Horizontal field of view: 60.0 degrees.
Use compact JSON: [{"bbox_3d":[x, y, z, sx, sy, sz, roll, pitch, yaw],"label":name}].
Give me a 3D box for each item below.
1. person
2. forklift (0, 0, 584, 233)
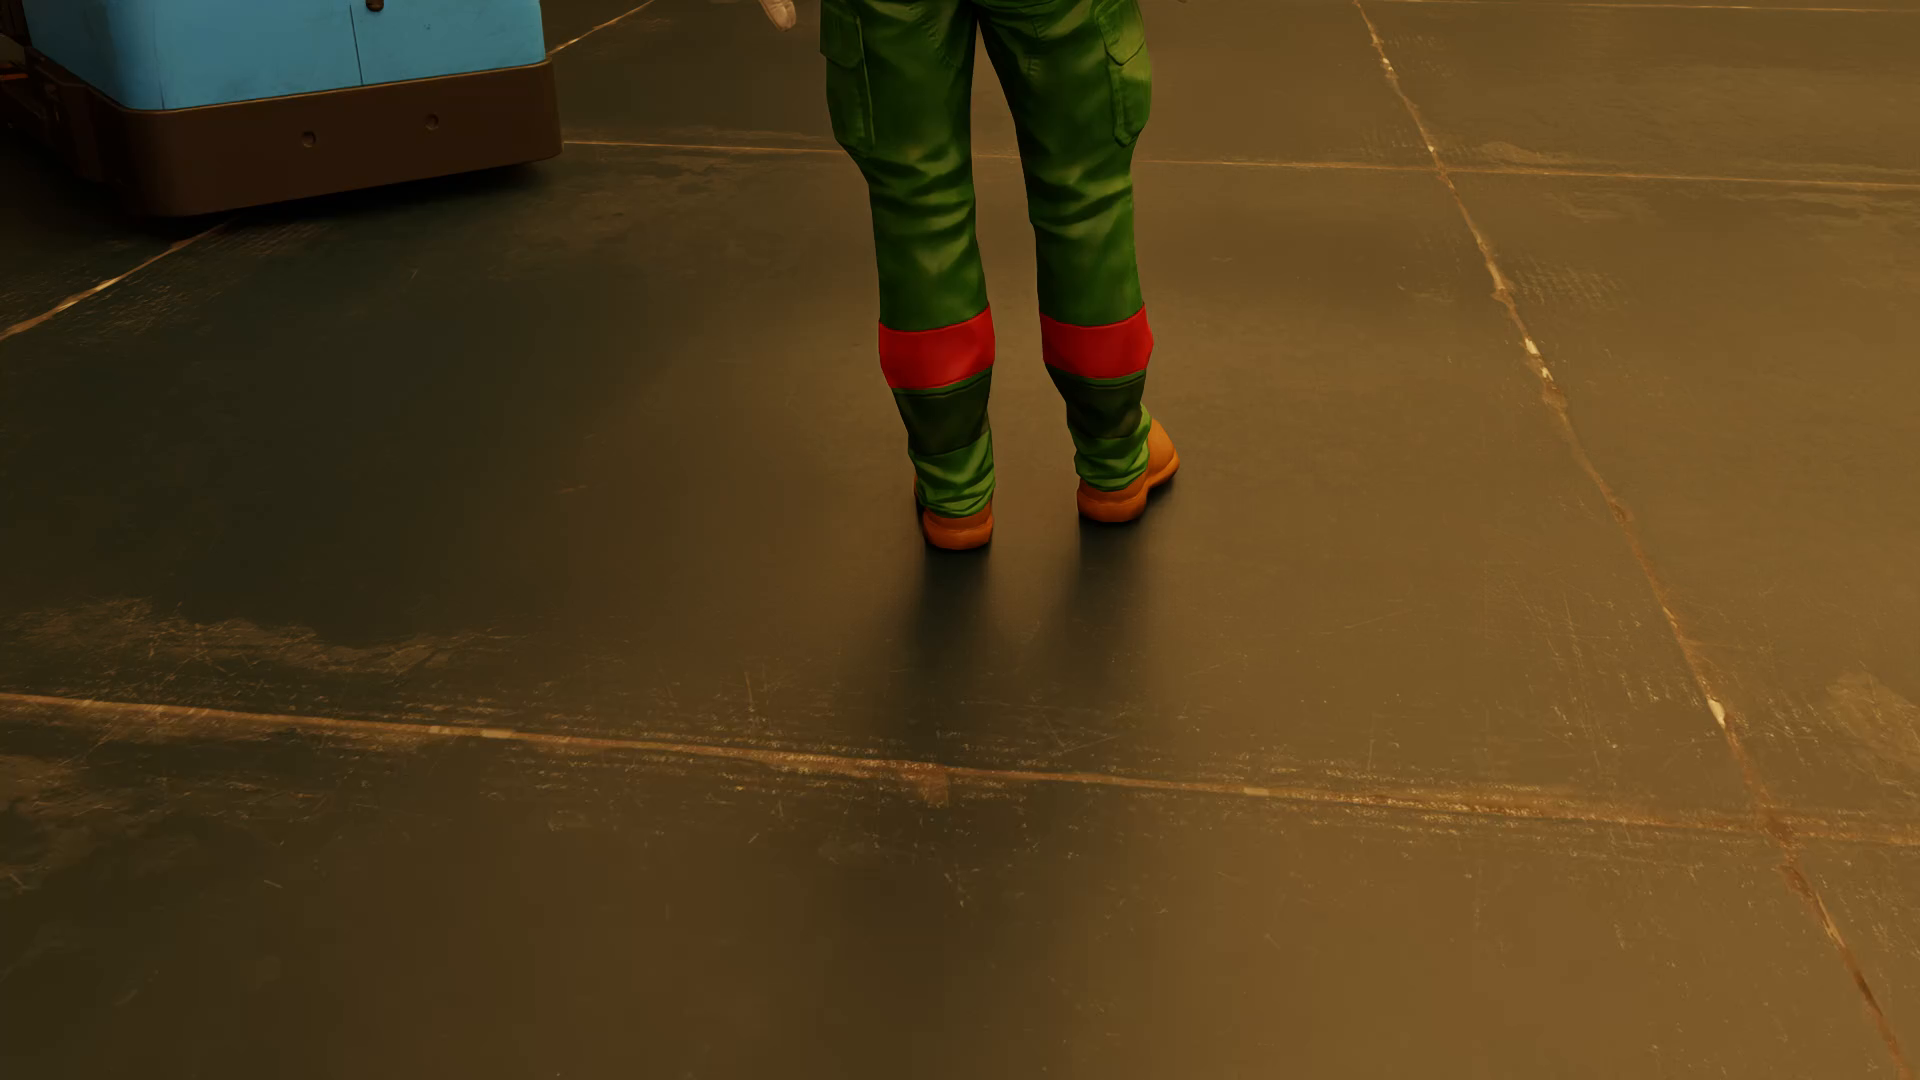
[{"bbox_3d":[0.023,-0.843,2.166,0.637,1.786,0.564,3,27,7],"label":"person"},{"bbox_3d":[-2.273,-2.604,4.438,1.130,2.935,3.031,-19,32,-33],"label":"forklift"}]
